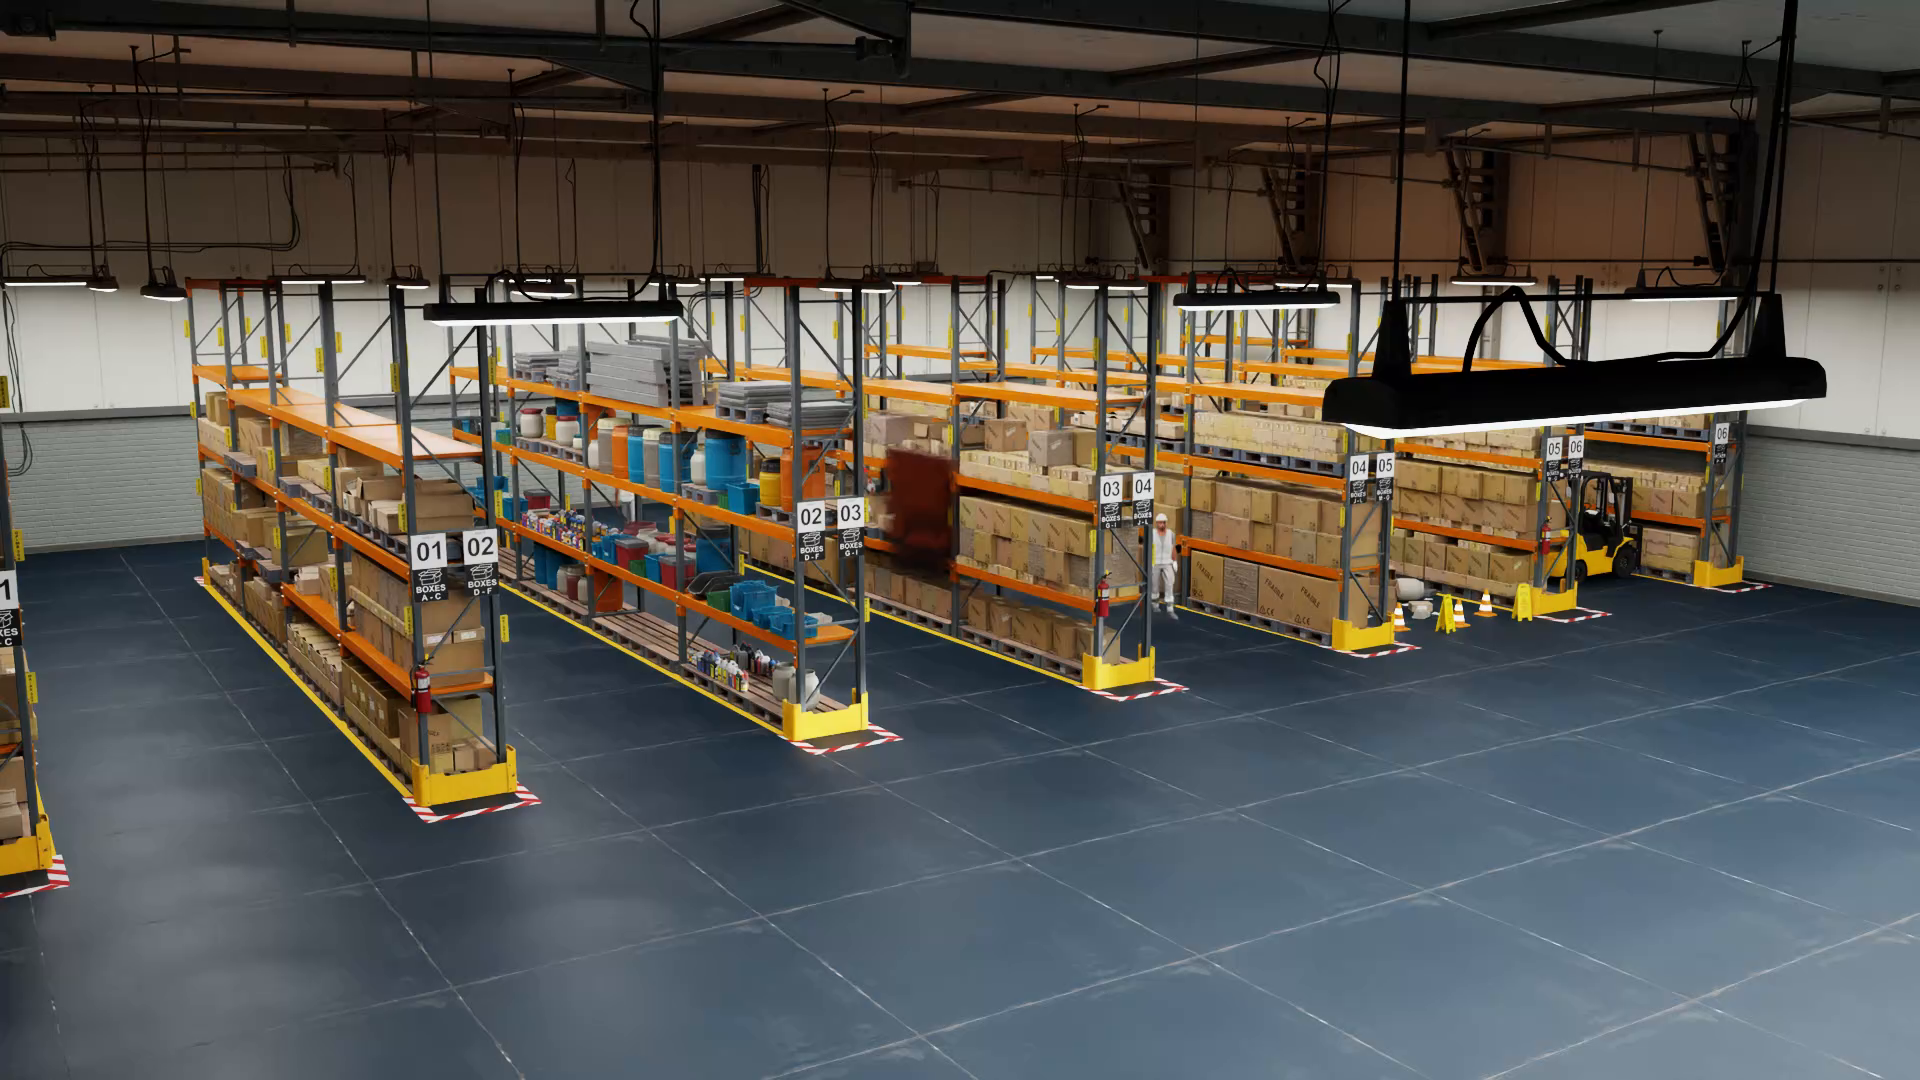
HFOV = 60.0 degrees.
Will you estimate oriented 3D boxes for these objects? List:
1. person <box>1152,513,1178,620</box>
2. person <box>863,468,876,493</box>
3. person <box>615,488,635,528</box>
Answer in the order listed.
[{"bbox_3d":[3.436,0.426,28.237,0.576,1.750,0.901,0,10,1],"label":"person"},{"bbox_3d":[-2.085,-0.747,37.044,0.574,1.721,1.050,-7,12,-37],"label":"person"},{"bbox_3d":[-7.660,-0.931,38.337,0.579,1.726,1.038,-2,10,-12],"label":"person"}]
